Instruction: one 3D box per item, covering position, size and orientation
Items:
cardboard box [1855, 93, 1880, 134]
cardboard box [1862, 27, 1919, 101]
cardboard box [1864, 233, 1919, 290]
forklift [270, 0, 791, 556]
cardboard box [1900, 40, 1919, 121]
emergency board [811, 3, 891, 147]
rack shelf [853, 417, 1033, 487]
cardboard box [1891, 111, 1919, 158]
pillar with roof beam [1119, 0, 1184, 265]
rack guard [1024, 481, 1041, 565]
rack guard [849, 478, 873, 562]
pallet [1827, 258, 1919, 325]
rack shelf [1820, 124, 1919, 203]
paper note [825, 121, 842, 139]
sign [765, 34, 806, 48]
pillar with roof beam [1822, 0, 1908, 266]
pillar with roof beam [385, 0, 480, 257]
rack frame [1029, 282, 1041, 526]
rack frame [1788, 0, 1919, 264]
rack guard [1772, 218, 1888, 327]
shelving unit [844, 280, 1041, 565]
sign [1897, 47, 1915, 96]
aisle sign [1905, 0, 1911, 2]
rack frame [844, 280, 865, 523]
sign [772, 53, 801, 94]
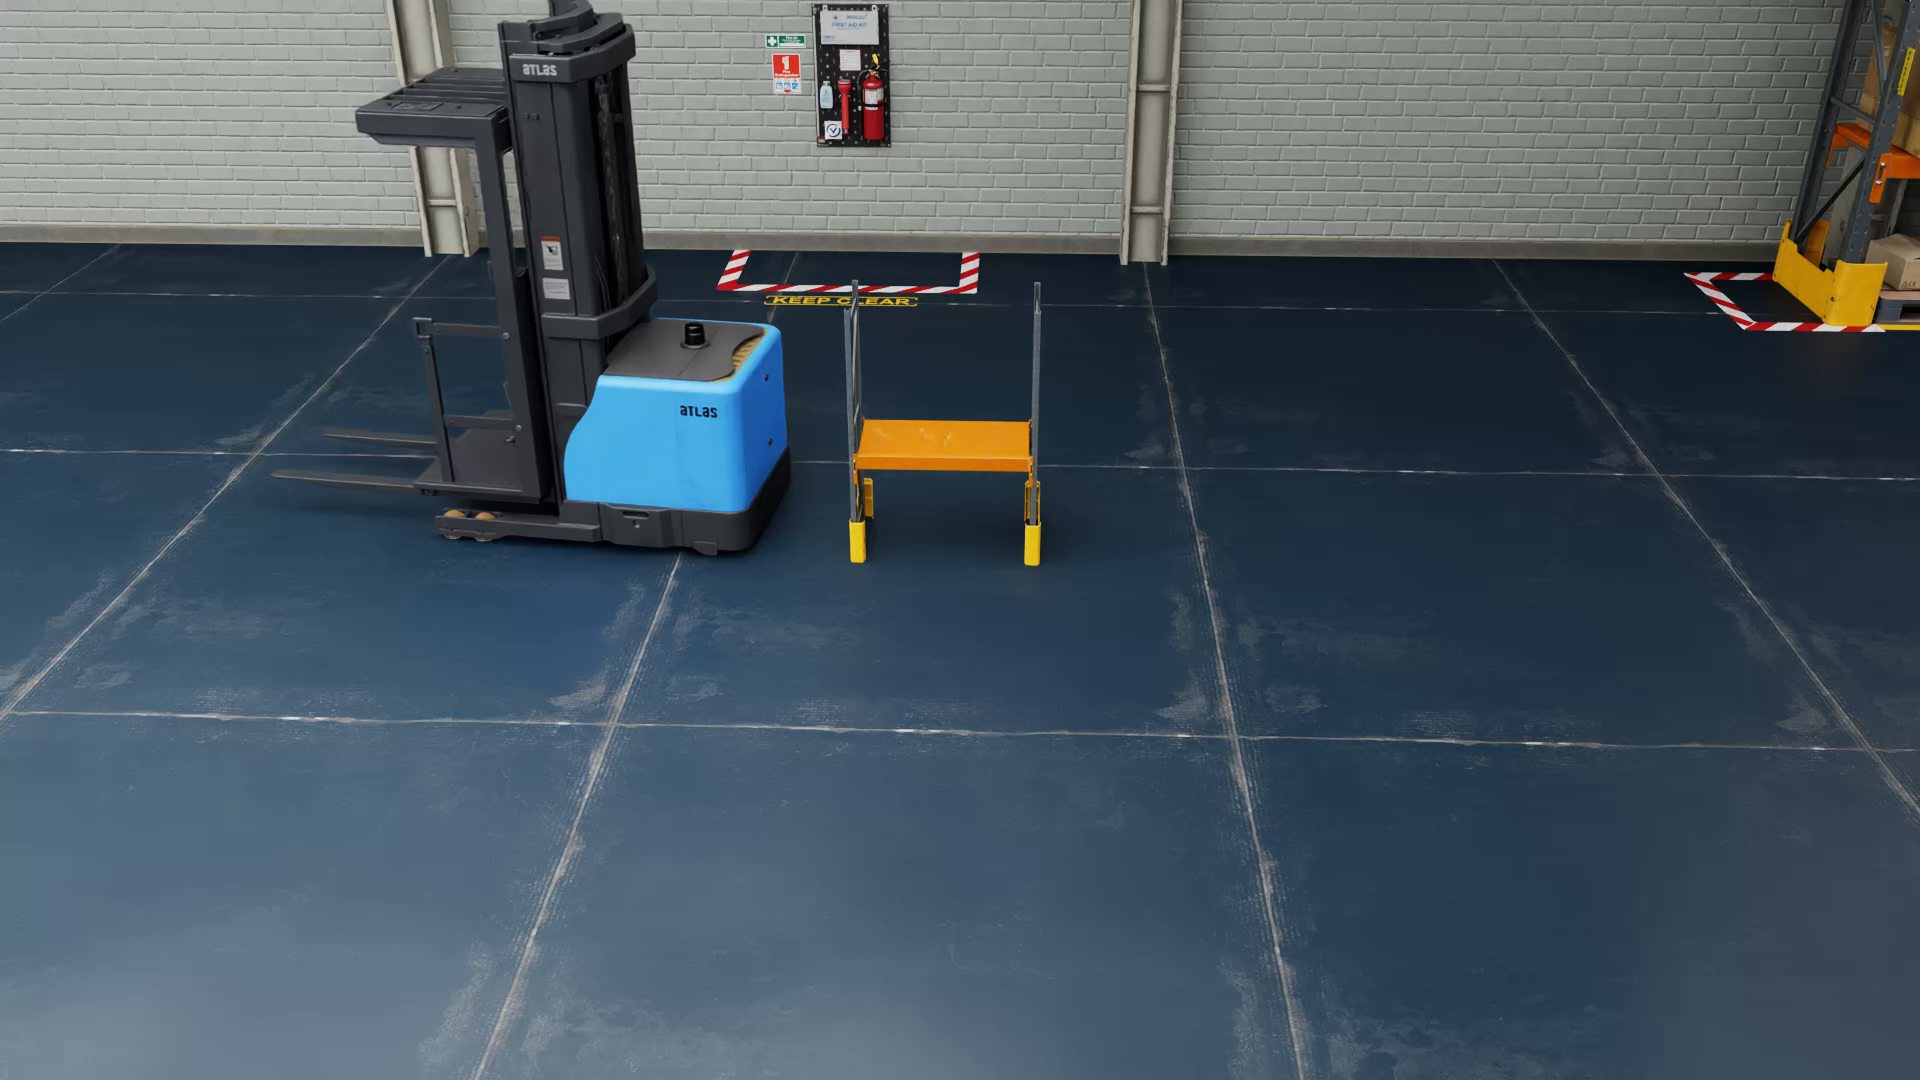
[{"bbox_3d":[7.316,-3.277,12.869,0.500,0.250,0.500,1,28,3],"label":"cardboard box"},{"bbox_3d":[7.321,-3.617,12.710,0.500,0.500,0.500,1,28,1],"label":"cardboard box"},{"bbox_3d":[7.531,-2.205,13.107,0.500,0.311,0.500,-2,28,-4],"label":"cardboard box"},{"bbox_3d":[-2.611,-1.523,9.494,3.031,2.935,1.130,5,28,9],"label":"forklift"},{"bbox_3d":[7.309,-3.377,12.256,0.500,0.500,0.500,1,28,2],"label":"cardboard box"},{"bbox_3d":[-0.892,-3.803,13.722,0.643,1.169,0.194,1,28,2],"label":"emergency board"},{"bbox_3d":[-0.085,-0.505,9.486,1.000,0.185,0.538,1,28,2],"label":"rack shelf"},{"bbox_3d":[7.319,-3.038,12.417,0.500,0.250,0.500,0,28,0],"label":"cardboard box"},{"bbox_3d":[1.424,-4.380,8.404,0.400,9.000,9.100,1,28,2],"label":"pillar with roof beam"},{"bbox_3d":[0.422,-0.103,9.678,0.087,0.250,0.587,1,28,2],"label":"rack guard"},{"bbox_3d":[-0.574,-0.120,9.709,0.087,0.250,0.587,1,28,2],"label":"rack guard"},{"bbox_3d":[7.729,-1.989,13.276,1.213,0.211,1.003,1,28,2],"label":"pallet"},{"bbox_3d":[8.841,-2.901,12.788,4.000,0.370,1.077,1,28,2],"label":"rack shelf"},{"bbox_3d":[-1.067,-3.449,13.994,0.142,0.148,0.016,1,28,2],"label":"paper note"},{"bbox_3d":[-1.437,-4.106,13.689,0.331,0.109,0.001,1,28,2],"label":"sign"},{"bbox_3d":[7.421,-4.281,8.217,0.400,9.000,9.100,1,28,2],"label":"pillar with roof beam"},{"bbox_3d":[-4.572,-4.479,8.592,0.400,9.000,9.100,1,28,2],"label":"pillar with roof beam"},{"bbox_3d":[0.423,-0.656,9.386,0.032,1.500,0.500,1,28,2],"label":"rack frame"},{"bbox_3d":[6.842,-3.252,12.682,0.127,3.000,1.000,1,28,2],"label":"rack frame"},{"bbox_3d":[6.918,-2.146,13.265,0.348,0.500,1.175,1,28,2],"label":"rack guard"},{"bbox_3d":[-0.076,-0.664,9.401,1.083,1.500,0.587,1,28,2],"label":"shelving unit"},{"bbox_3d":[6.823,-3.380,12.000,0.005,0.325,0.100,1,28,2],"label":"sign"},{"bbox_3d":[6.760,-4.261,11.810,0.004,0.787,0.394,1,28,2],"label":"aisle sign"},{"bbox_3d":[-0.593,-0.672,9.417,0.032,1.500,0.500,1,28,2],"label":"rack frame"},{"bbox_3d":[-1.441,-3.876,13.821,0.234,0.329,0.001,1,28,2],"label":"sign"}]
